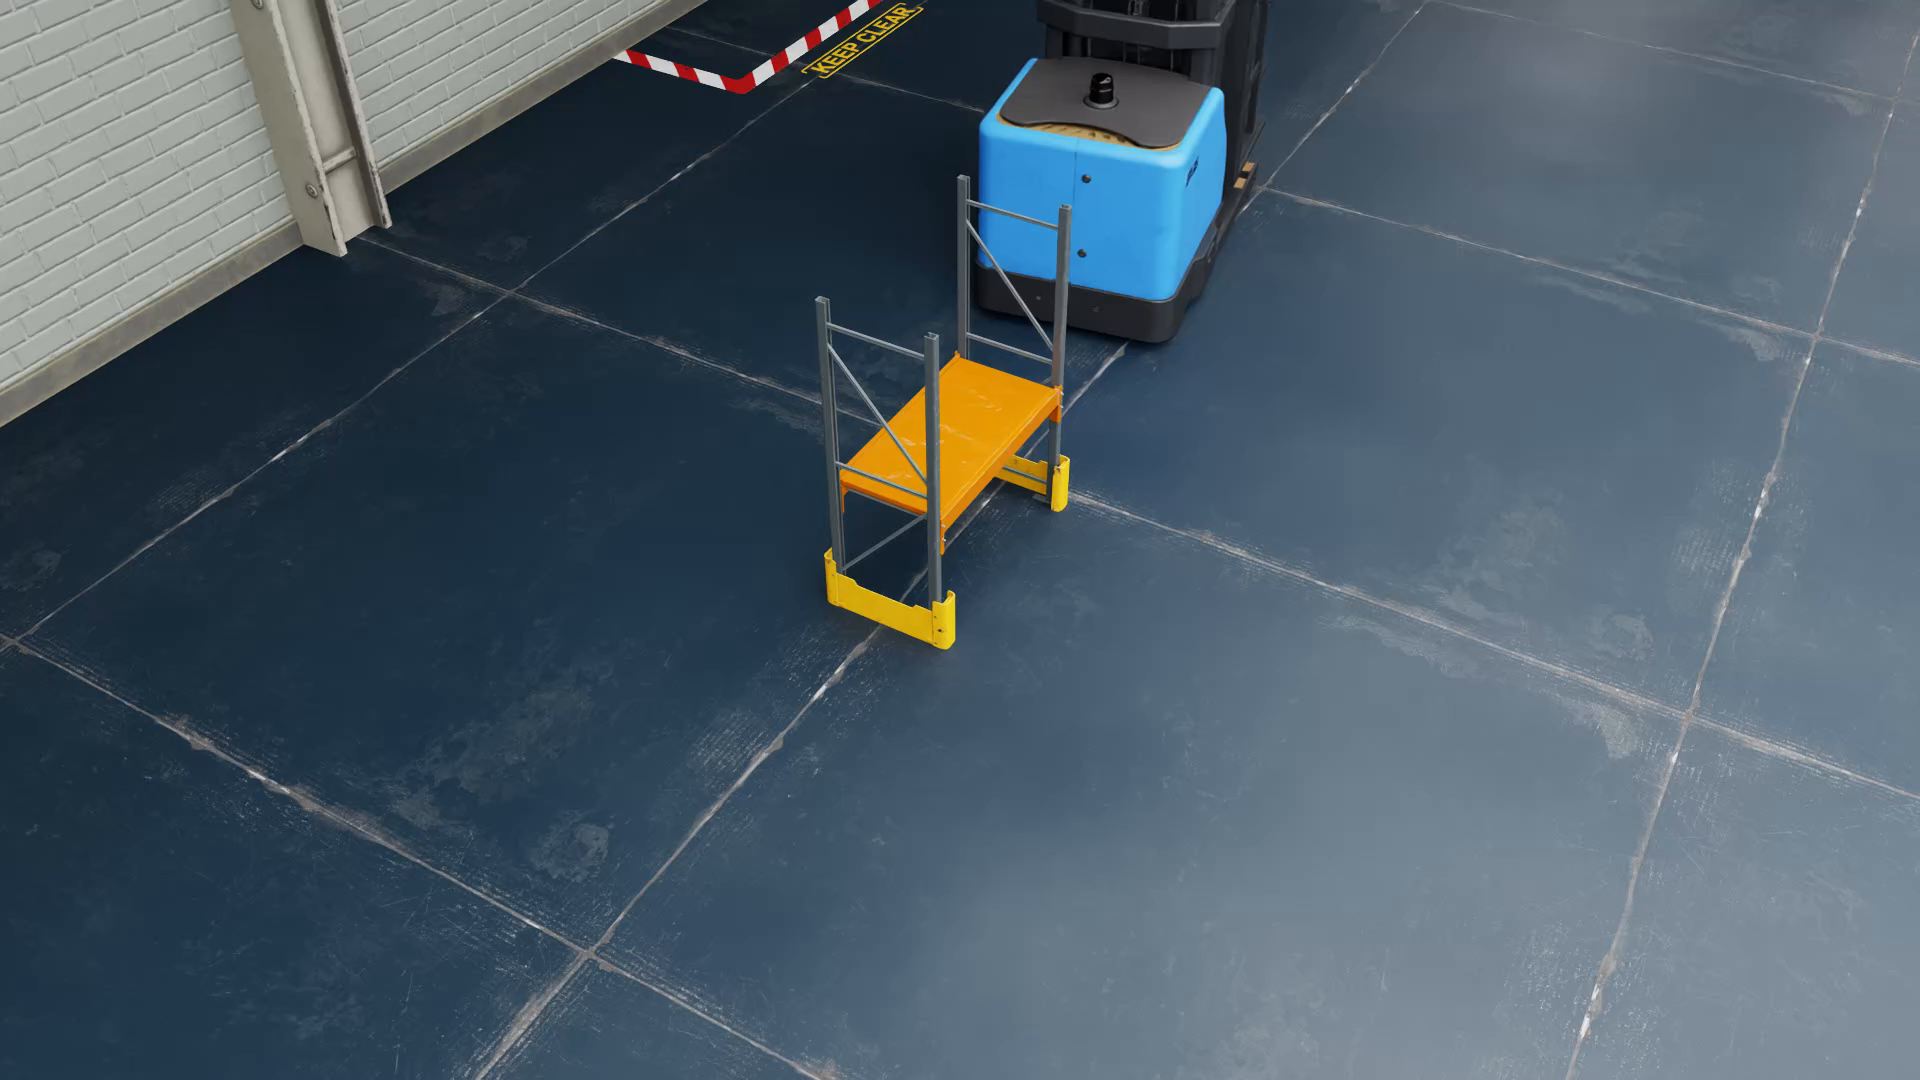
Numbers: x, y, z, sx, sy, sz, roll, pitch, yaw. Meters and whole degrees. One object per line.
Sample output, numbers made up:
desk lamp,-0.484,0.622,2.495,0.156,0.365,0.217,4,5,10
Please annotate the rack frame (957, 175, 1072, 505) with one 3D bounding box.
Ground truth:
rack frame,0.212,-0.805,7.029,0.500,1.500,0.032,21,45,22

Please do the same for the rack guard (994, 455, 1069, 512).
rack guard,0.211,-0.335,7.441,0.587,0.250,0.087,21,45,22

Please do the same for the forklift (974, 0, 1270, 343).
forklift,1.066,-3.063,8.510,1.130,2.935,3.031,14,43,15

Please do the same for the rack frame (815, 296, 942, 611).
rack frame,-0.297,-0.223,6.369,0.500,1.500,0.032,21,45,22

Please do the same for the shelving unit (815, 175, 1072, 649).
shelving unit,-0.038,-0.519,6.705,0.587,1.500,1.083,21,45,22

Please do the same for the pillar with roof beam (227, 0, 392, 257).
pillar with roof beam,0.345,-3.646,4.582,9.100,9.000,0.400,21,45,22

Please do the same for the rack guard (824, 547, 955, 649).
rack guard,-0.287,0.235,6.794,0.587,0.250,0.087,21,45,22

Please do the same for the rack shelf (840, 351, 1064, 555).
rack shelf,-0.043,-0.379,6.818,0.538,0.185,1.000,21,45,22
